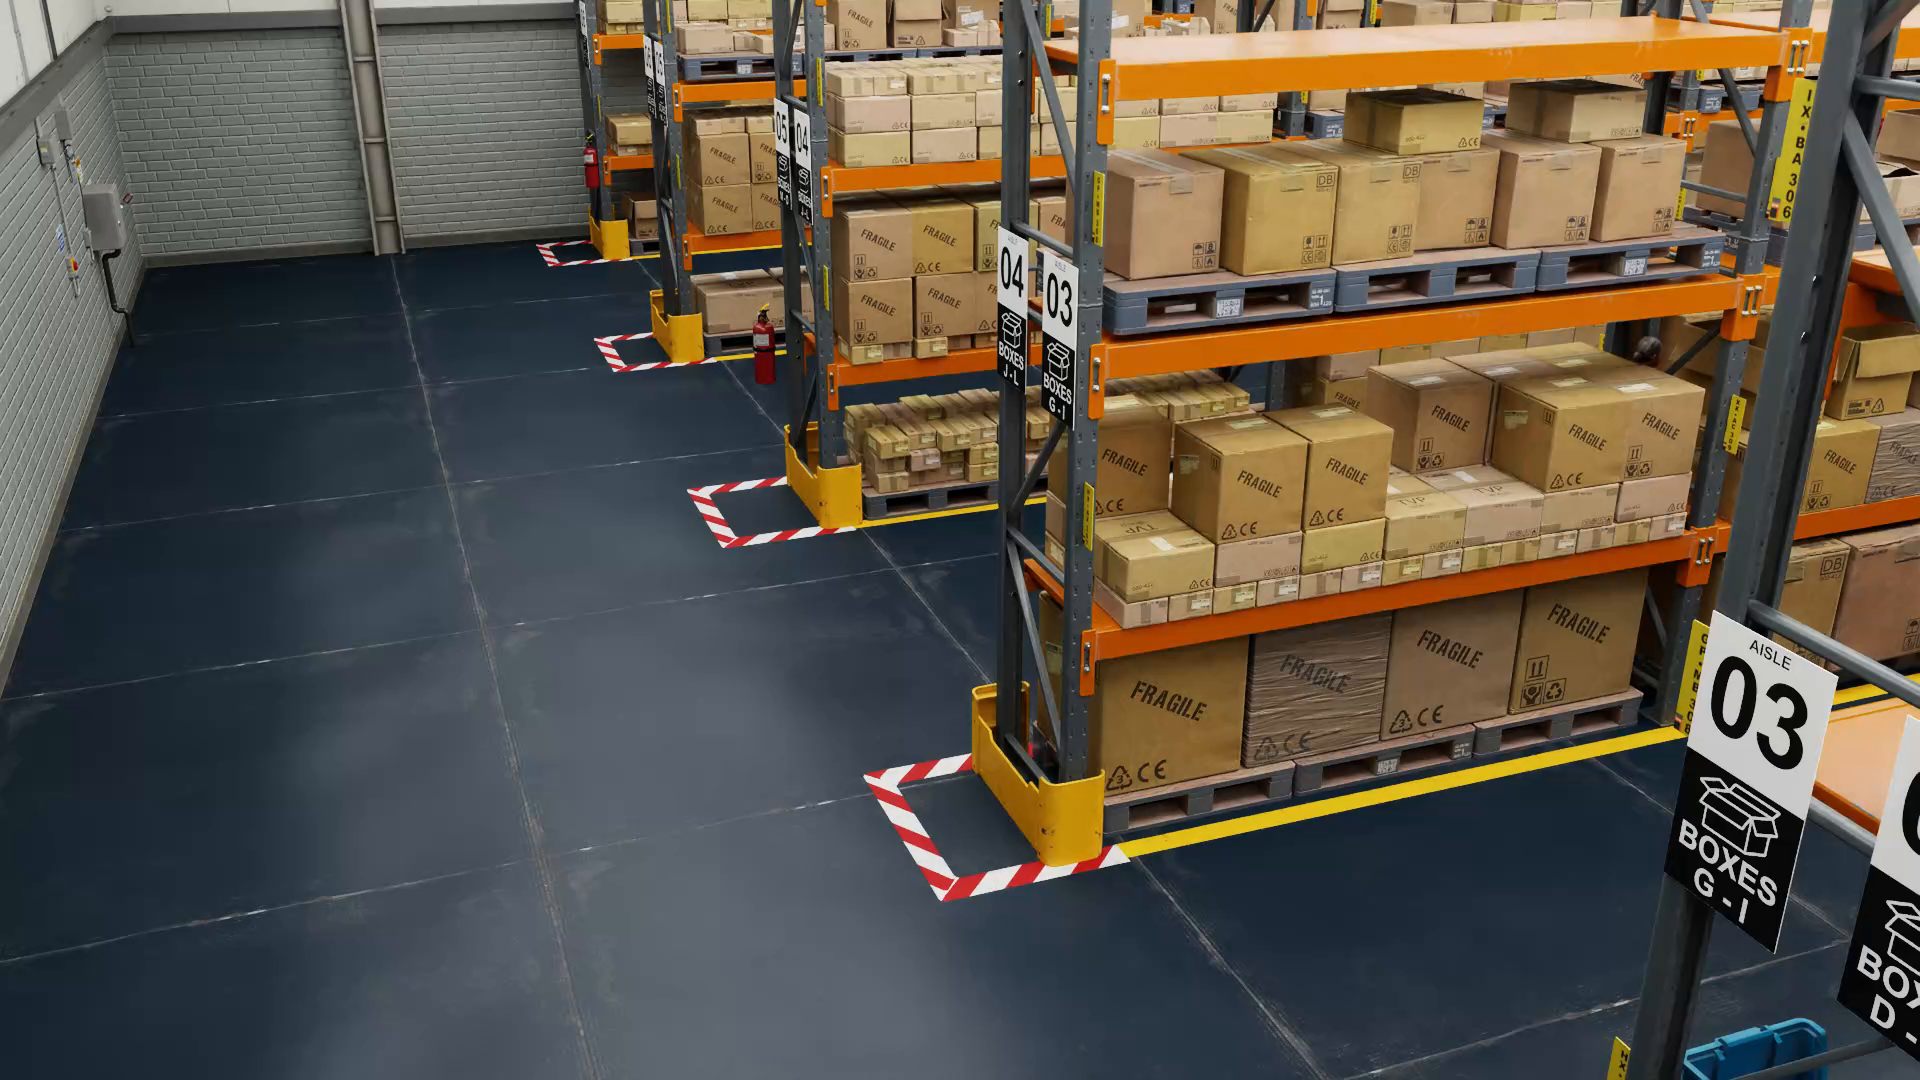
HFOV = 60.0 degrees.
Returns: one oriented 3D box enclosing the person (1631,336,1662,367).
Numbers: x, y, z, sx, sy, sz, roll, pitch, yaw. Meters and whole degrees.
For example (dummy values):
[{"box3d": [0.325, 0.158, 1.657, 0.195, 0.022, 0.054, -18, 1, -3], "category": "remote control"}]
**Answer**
[{"box3d": [5.146, -0.714, 12.552, 0.644, 1.711, 0.467, -6, 24, -15], "category": "person"}]
